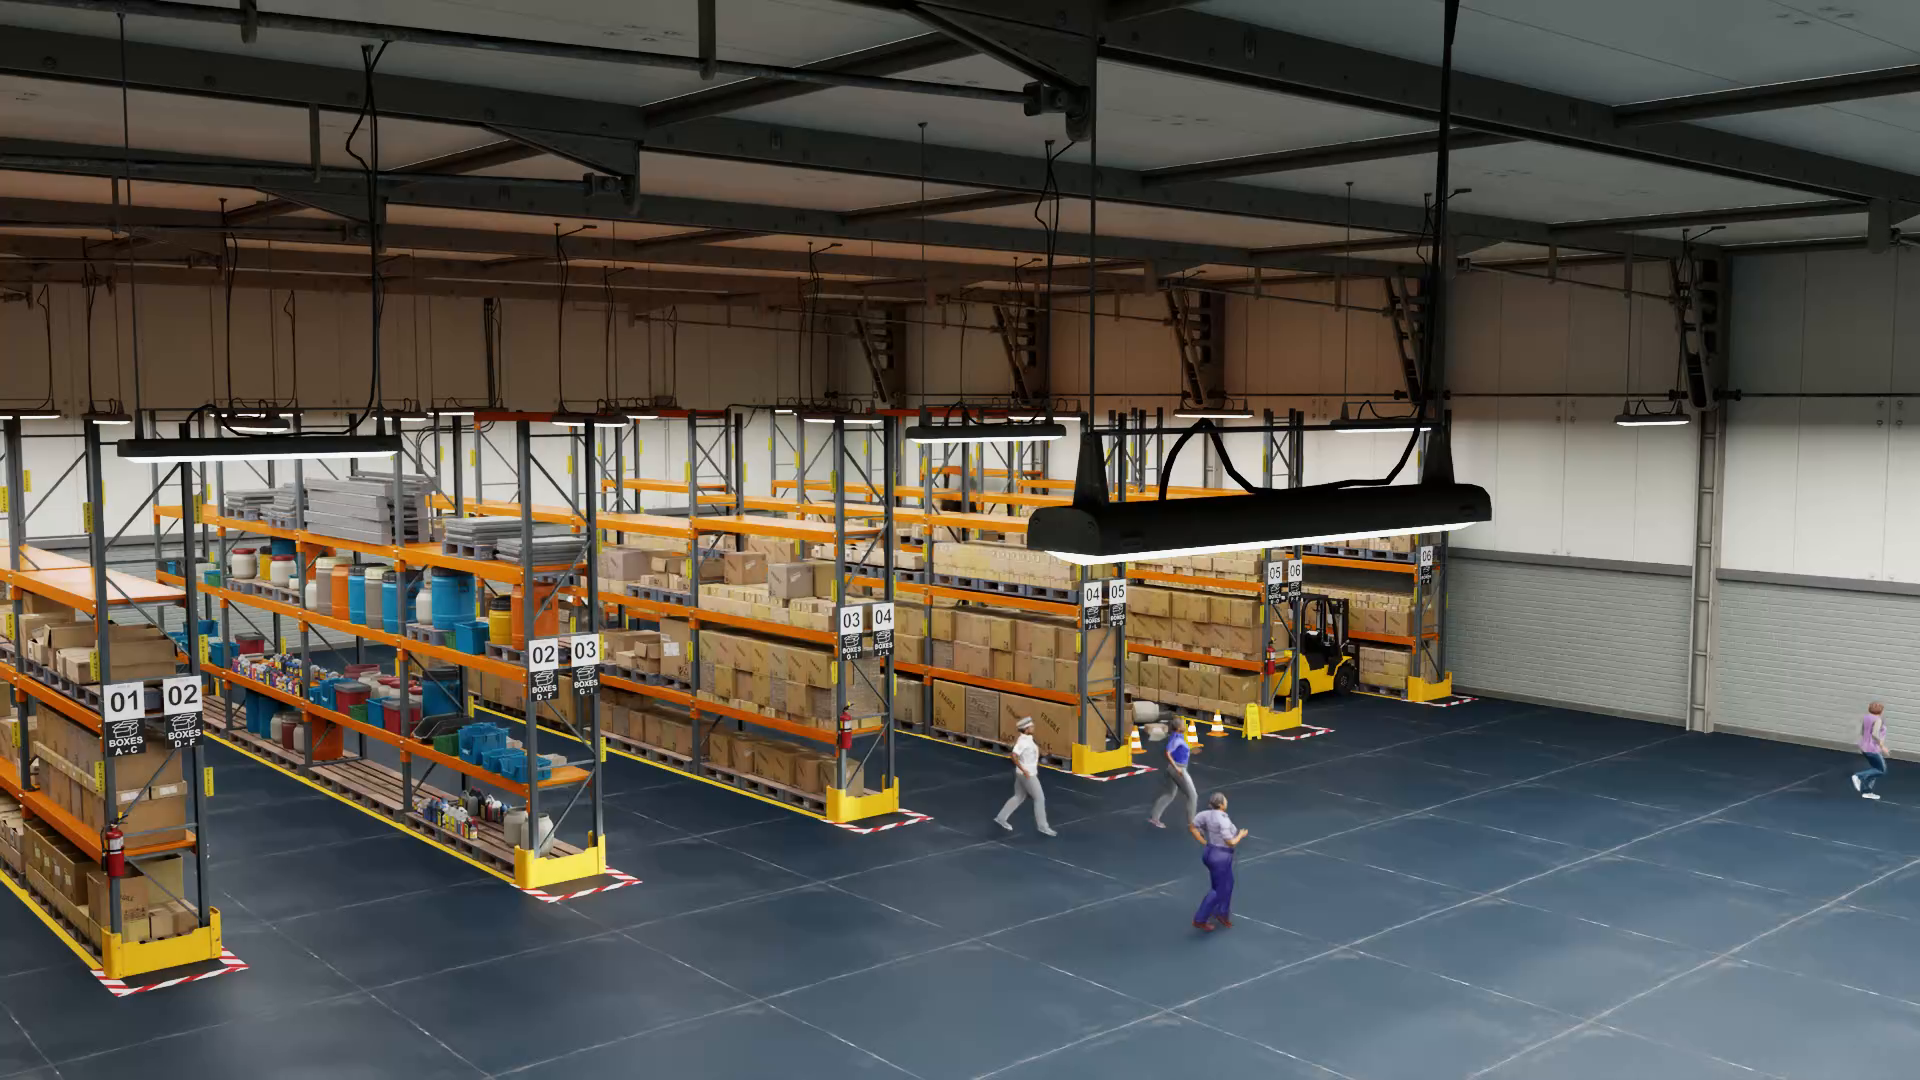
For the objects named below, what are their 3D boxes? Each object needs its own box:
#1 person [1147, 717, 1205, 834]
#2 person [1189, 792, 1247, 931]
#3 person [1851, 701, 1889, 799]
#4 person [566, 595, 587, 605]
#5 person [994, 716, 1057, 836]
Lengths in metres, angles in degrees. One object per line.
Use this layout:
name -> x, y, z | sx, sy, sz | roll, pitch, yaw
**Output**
person -> 3.124, 3.395, 23.935 | 0.807, 1.703, 0.554 | -1, 5, -9
person -> 3.033, 3.798, 19.545 | 0.708, 1.700, 0.585 | -2, 5, -18
person -> 14.208, 3.286, 25.992 | 0.577, 1.550, 0.521 | 0, 5, 1
person -> -9.359, 1.949, 40.322 | 0.736, 1.693, 0.561 | 2, 5, 22
person -> 0.941, 3.380, 23.819 | 0.887, 1.714, 0.564 | -1, 5, -6
